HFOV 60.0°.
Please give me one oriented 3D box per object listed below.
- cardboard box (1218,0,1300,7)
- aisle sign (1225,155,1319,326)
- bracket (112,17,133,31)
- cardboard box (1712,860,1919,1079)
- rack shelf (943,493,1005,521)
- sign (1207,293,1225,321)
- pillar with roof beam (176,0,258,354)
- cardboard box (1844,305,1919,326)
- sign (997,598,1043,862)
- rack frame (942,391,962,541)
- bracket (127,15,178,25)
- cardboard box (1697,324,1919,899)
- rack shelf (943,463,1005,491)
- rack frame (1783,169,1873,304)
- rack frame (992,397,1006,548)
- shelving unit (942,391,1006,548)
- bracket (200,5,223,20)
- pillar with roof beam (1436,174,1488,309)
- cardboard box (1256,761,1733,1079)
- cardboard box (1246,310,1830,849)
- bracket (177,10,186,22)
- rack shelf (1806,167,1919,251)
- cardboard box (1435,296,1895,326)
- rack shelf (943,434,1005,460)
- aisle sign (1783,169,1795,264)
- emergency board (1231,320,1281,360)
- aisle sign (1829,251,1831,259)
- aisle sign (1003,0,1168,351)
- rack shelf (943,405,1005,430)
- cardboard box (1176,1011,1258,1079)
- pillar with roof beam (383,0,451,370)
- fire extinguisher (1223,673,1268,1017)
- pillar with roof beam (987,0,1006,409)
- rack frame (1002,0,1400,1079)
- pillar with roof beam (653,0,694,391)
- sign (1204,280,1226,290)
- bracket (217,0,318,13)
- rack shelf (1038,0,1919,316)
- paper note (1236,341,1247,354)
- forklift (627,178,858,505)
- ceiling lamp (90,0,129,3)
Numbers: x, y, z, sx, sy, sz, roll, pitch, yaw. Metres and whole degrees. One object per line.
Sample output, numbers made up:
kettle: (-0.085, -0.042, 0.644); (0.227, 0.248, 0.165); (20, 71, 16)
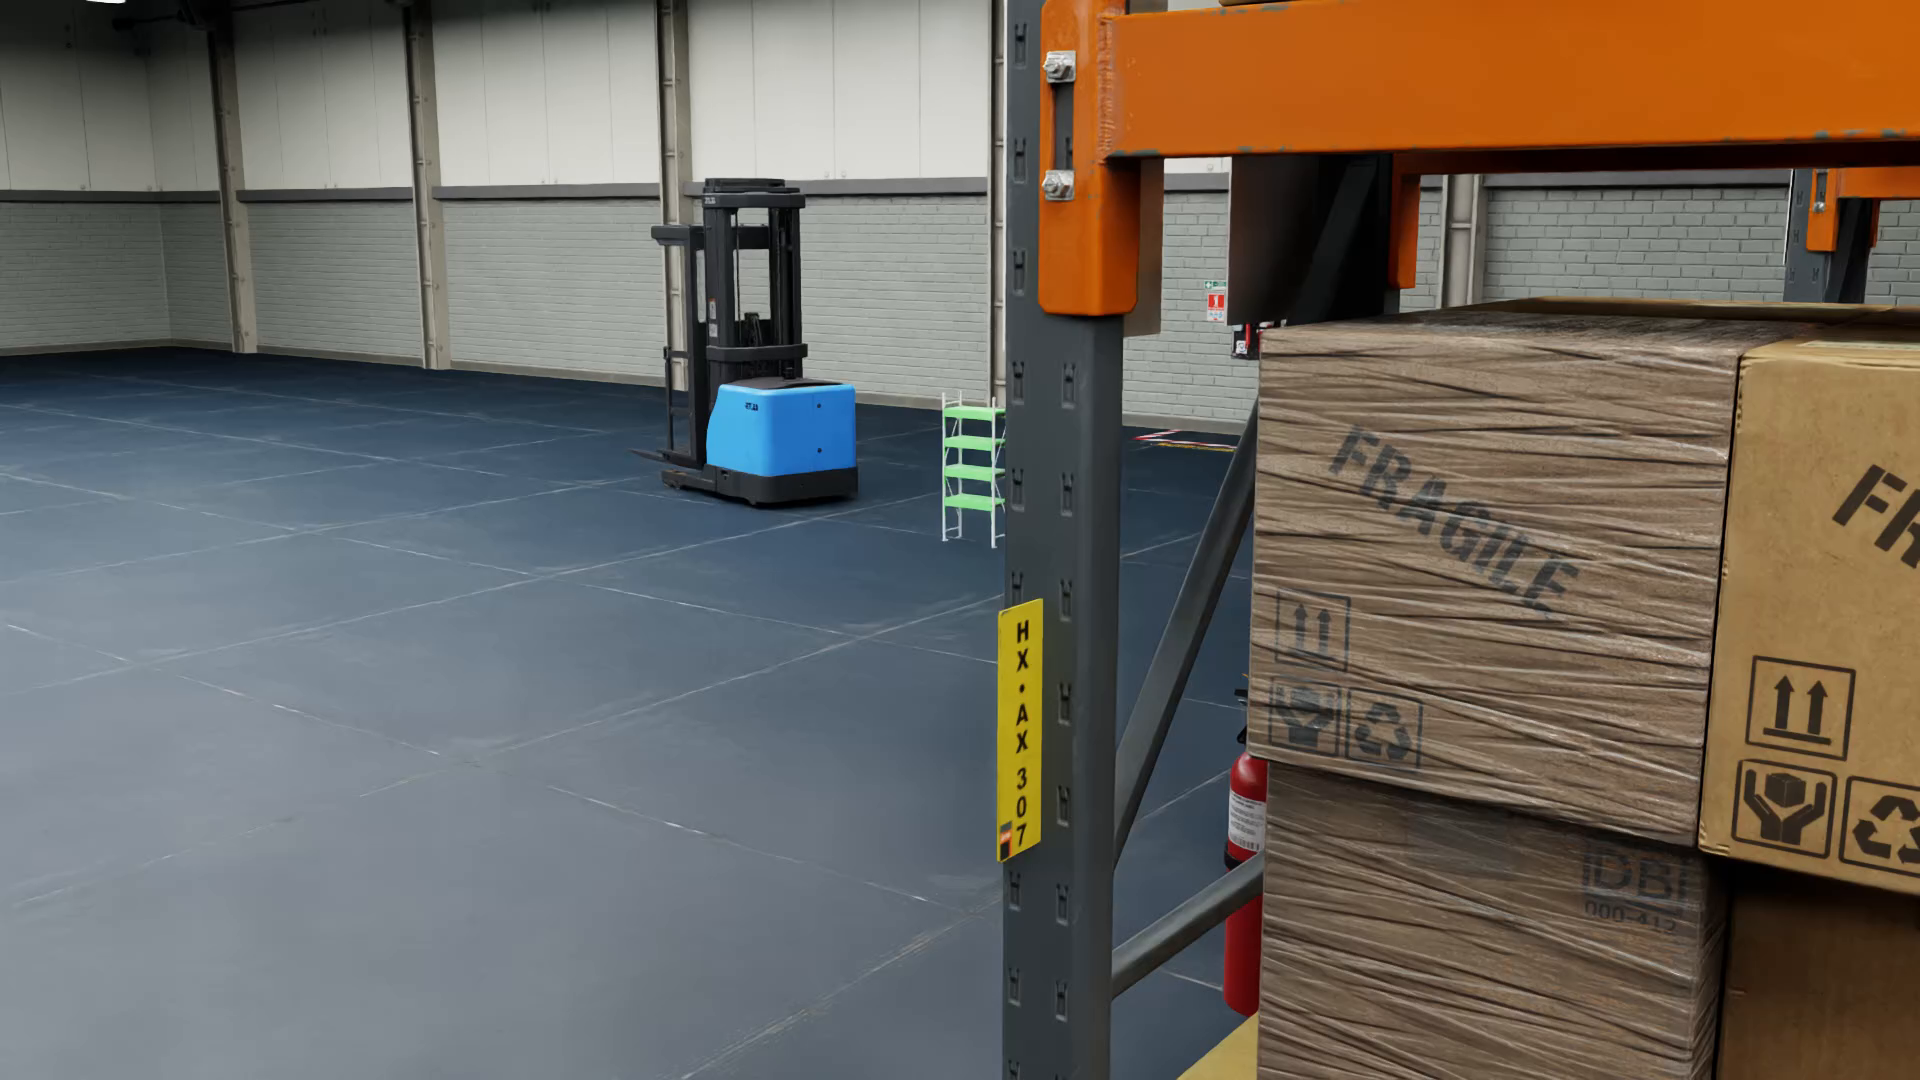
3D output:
cardboard box: (0.634, -0.723, 1.867); (0.500, 0.250, 0.500); (8, 14, 37)
aisle sign: (0.527, -0.747, 2.648); (0.004, 0.787, 0.394); (8, 13, 36)
bracket: (-16.364, -10.090, 32.518); (0.430, 0.232, 0.235); (8, 13, 36)
cardboard box: (1.300, 0.491, 2.047); (0.500, 0.500, 0.875); (8, 13, 36)
rack shelf: (0.133, -0.272, 13.377); (0.480, 0.148, 0.258); (8, 13, 36)
sign: (3.081, -2.800, 20.011); (0.234, 0.329, 0.001); (8, 13, 36)
pillar with roof beam: (-16.457, -7.405, 28.116); (0.548, 9.000, 9.100); (8, 13, 36)
cardboard box: (1.395, -0.024, 2.079); (0.500, 0.500, 0.500); (8, 13, 36)
sign: (0.078, 0.241, 2.110); (0.005, 0.325, 0.100); (8, 13, 36)
rack frame: (-0.063, -0.598, 13.461); (0.015, 1.200, 0.240); (8, 13, 36)
bracket: (-15.888, -10.024, 32.175); (3.189, 0.066, 0.076); (8, 13, 36)
cardboard box: (1.080, 0.057, 1.658); (0.500, 0.500, 0.500); (8, 13, 36)
rack shelf: (0.133, -0.508, 13.332); (0.480, 0.148, 0.258); (8, 13, 36)
rack frame: (3.331, -0.176, 6.541); (0.127, 3.000, 1.000); (8, 13, 36)
rack frame: (0.330, -0.543, 13.178); (0.015, 1.200, 0.240); (8, 13, 36)
shelving unit: (0.133, -0.570, 13.320); (0.503, 1.200, 0.258); (8, 13, 36)
bracket: (-13.785, -9.731, 30.659); (0.430, 0.232, 0.235); (8, 13, 36)
pillar with roof beam: (2.887, -4.707, 14.169); (0.400, 9.000, 9.100); (8, 13, 36)
cardboard box: (0.826, 0.453, 2.243); (0.500, 0.500, 0.875); (8, 13, 36)
cardboard box: (0.681, 0.000, 1.954); (0.500, 0.500, 0.500); (8, 13, 36)
bracket: (-14.454, -9.824, 31.141); (0.430, 0.232, 0.235); (8, 13, 36)
rack shelf: (4.943, -1.070, 5.162); (4.000, 0.370, 1.077); (8, 13, 36)
cardboard box: (0.989, -0.080, 2.365); (0.500, 0.500, 0.500); (8, 13, 36)
rack shelf: (0.133, -0.743, 13.286); (0.480, 0.148, 0.258); (8, 13, 36)
aisle sign: (3.099, -1.415, 6.104); (0.004, 0.787, 0.394); (8, 13, 36)
emergency board: (3.466, -2.704, 19.612); (0.643, 1.169, 0.194); (8, 13, 36)
aisle sign: (3.449, -1.506, 6.571); (0.004, 0.787, 0.394); (8, 13, 36)
aisle sign: (0.172, -0.655, 2.173); (0.004, 0.787, 0.394); (8, 13, 36)
rack shelf: (0.133, -0.979, 13.240); (0.480, 0.148, 0.258); (8, 13, 36)
cardboard box: (0.488, 0.774, 2.291); (0.250, 0.149, 0.380); (8, 13, 36)
pillar with roof beam: (-11.621, -6.731, 24.629); (0.548, 9.000, 9.100); (8, 13, 36)
fire extinguisher: (0.580, 0.537, 3.060); (0.183, 0.674, 0.296); (8, 13, 36)
pillar with roof beam: (-1.949, -5.382, 17.656); (0.400, 9.000, 9.100); (8, 13, 36)
rack frame: (0.397, 0.583, 2.619); (0.053, 2.616, 0.949); (8, 13, 36)
pillar with roof beam: (-6.785, -6.056, 21.142); (0.400, 9.000, 9.100); (8, 13, 36)
sign: (3.080, -3.058, 19.951); (0.331, 0.109, 0.001); (8, 13, 36)
bracket: (-11.708, -9.441, 29.162); (4.783, 0.066, 0.076); (8, 13, 36)
rack shelf: (2.011, -0.312, 1.243); (4.000, 0.370, 1.077); (8, 13, 36)
paper note: (3.364, -2.302, 19.853); (0.142, 0.148, 0.016); (8, 13, 36)
forklift: (-2.257, -1.979, 16.043); (1.130, 2.935, 3.031); (-9, 14, -38)
ceiling lamp: (-13.731, -9.736, 24.797); (0.800, 3.185, 2.000); (8, 13, 36)
